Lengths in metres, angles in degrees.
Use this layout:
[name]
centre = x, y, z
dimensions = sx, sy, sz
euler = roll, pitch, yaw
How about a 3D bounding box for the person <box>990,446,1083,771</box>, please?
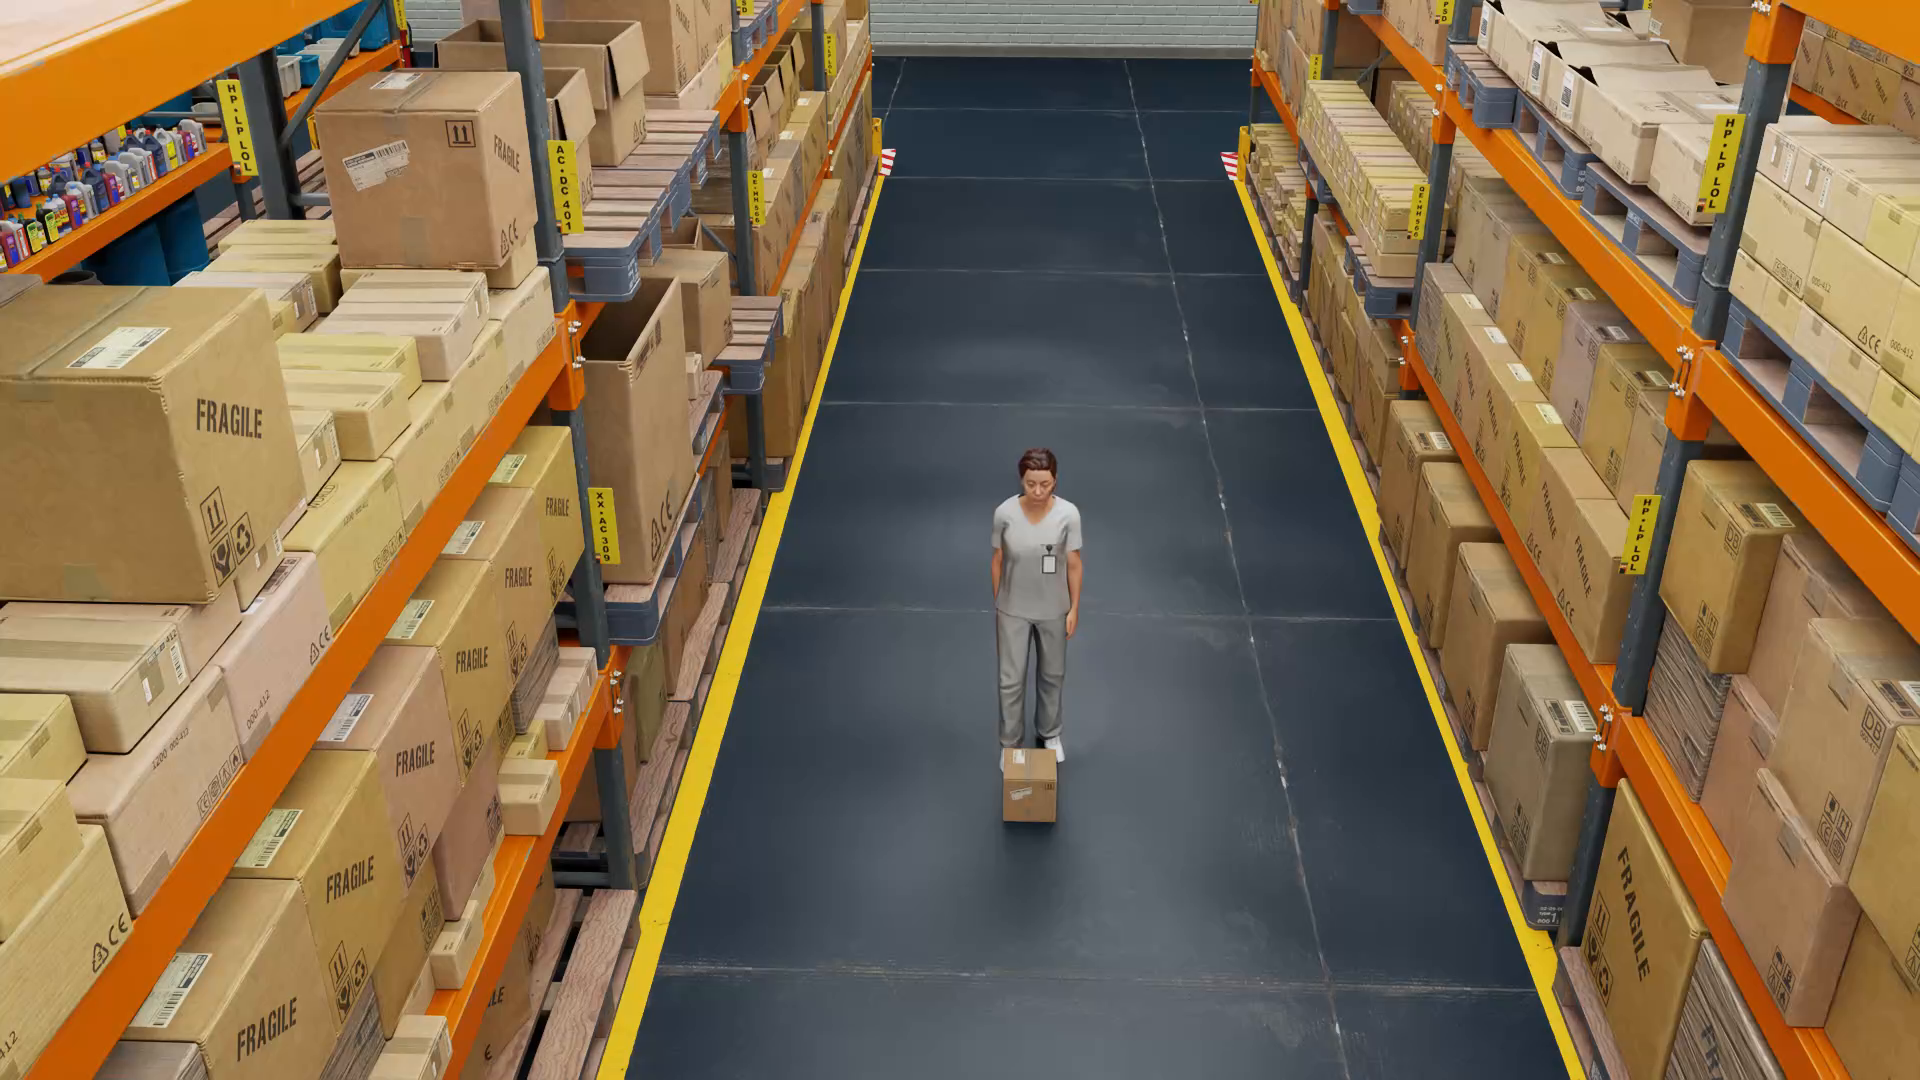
[person]
centre = 0.360, 0.343, 8.000
dimensions = 0.442, 1.683, 0.417
euler = 2, 28, 3
